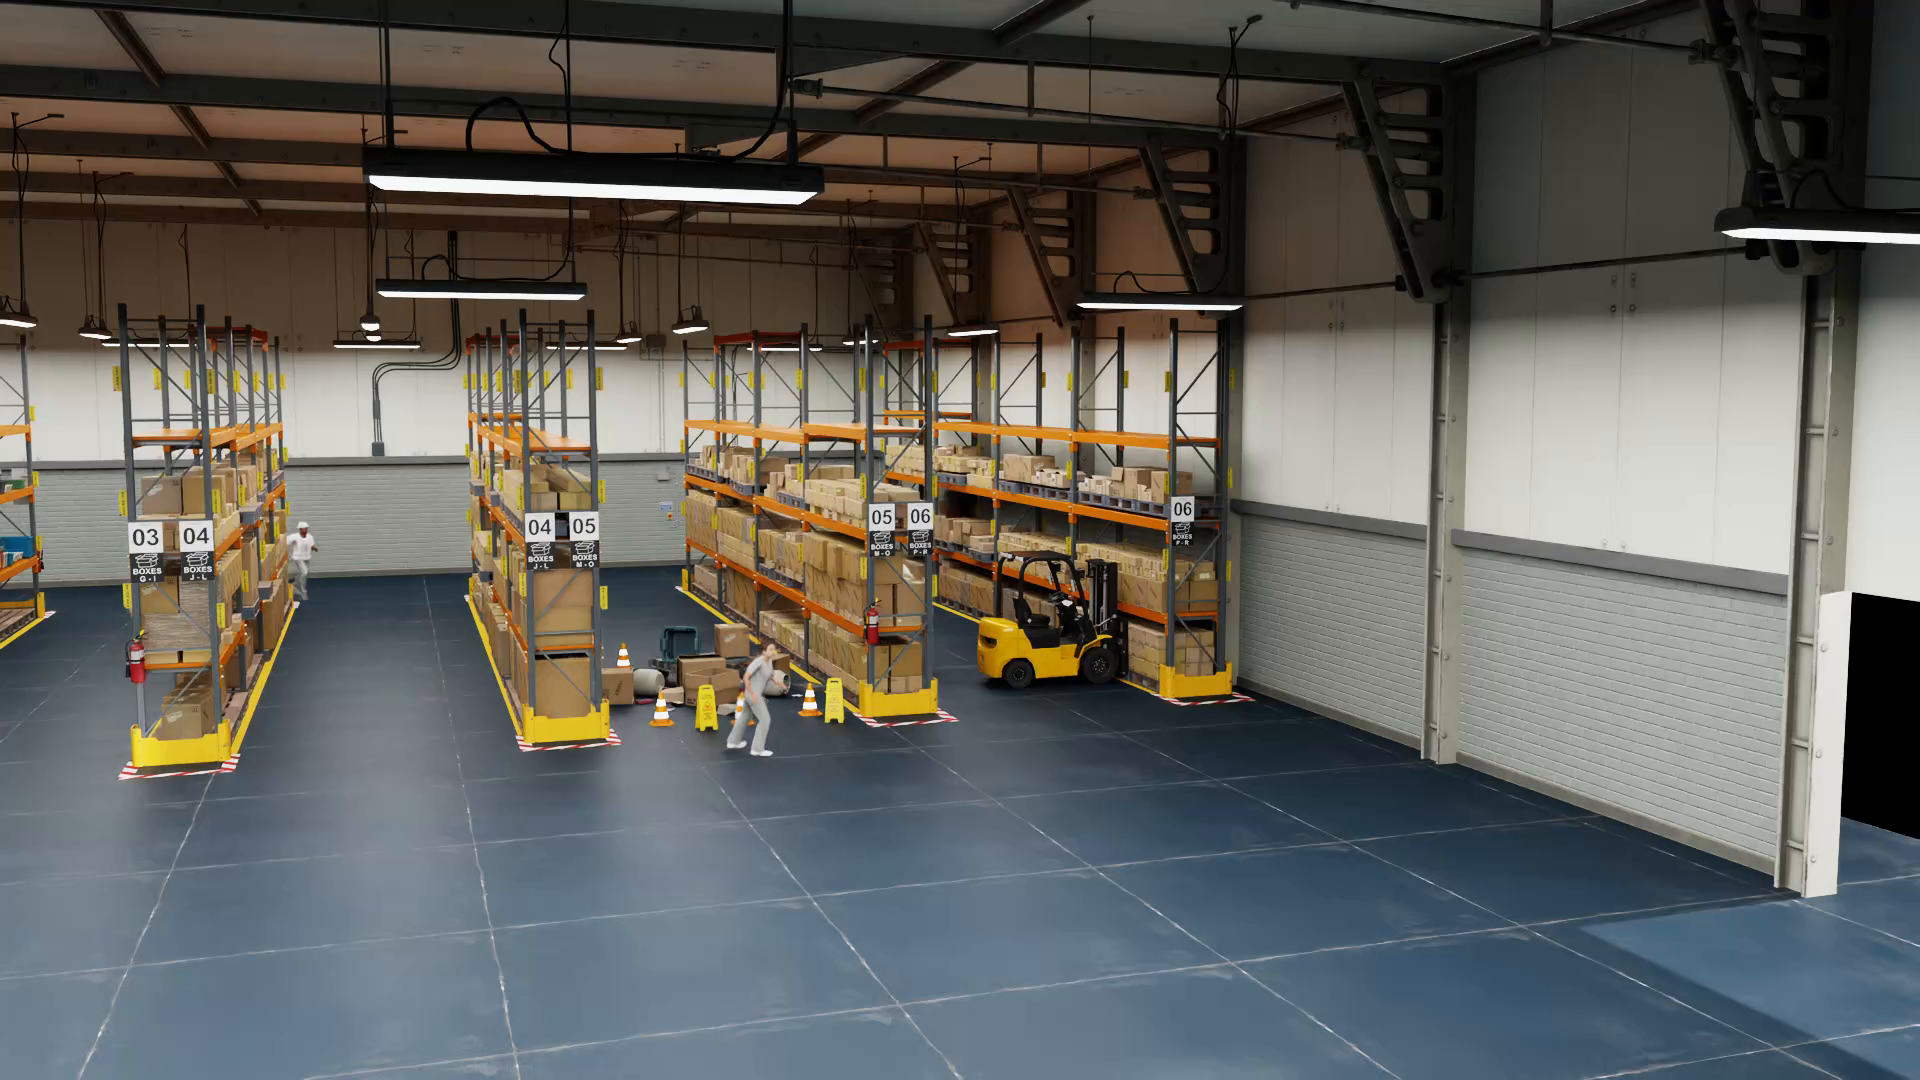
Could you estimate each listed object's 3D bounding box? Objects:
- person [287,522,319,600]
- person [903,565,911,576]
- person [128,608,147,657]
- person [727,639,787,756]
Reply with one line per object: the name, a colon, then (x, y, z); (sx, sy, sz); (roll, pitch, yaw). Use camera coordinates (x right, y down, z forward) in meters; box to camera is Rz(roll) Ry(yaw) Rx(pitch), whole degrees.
person: (-15.271, 0.478, 38.566); (0.823, 1.808, 0.696); (3, 6, 28)
person: (-1.255, 1.126, 31.581); (0.694, 1.813, 0.917); (-1, 6, -10)
person: (-14.880, 1.372, 30.299); (0.624, 1.530, 0.817); (-5, 7, -41)
person: (-2.754, 2.102, 22.383); (0.859, 1.592, 0.633); (0, 5, 4)
